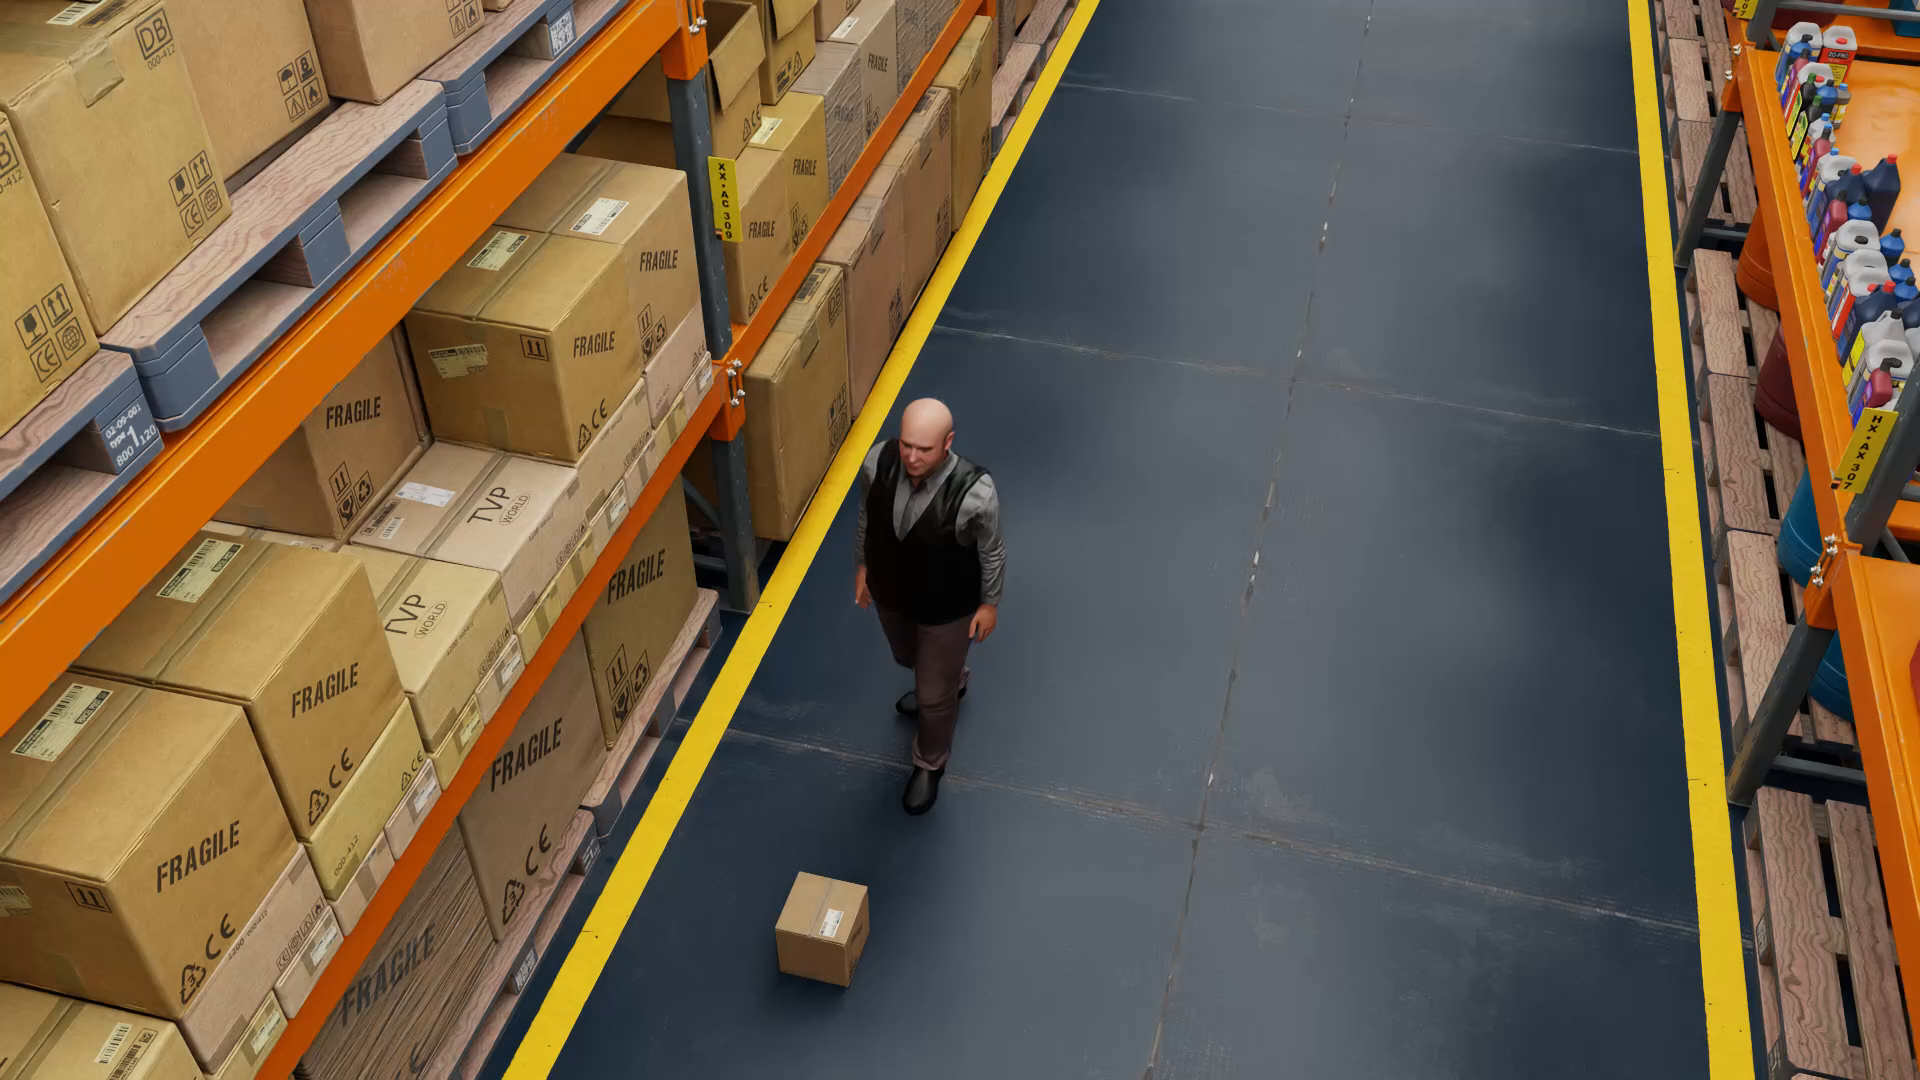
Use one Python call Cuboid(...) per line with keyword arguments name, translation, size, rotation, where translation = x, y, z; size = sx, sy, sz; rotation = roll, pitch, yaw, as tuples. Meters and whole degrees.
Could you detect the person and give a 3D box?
Cuboid(name="person", translation=(-0.108, 0.178, 5.966), size=(0.566, 1.723, 0.645), rotation=(22, 46, 24))
